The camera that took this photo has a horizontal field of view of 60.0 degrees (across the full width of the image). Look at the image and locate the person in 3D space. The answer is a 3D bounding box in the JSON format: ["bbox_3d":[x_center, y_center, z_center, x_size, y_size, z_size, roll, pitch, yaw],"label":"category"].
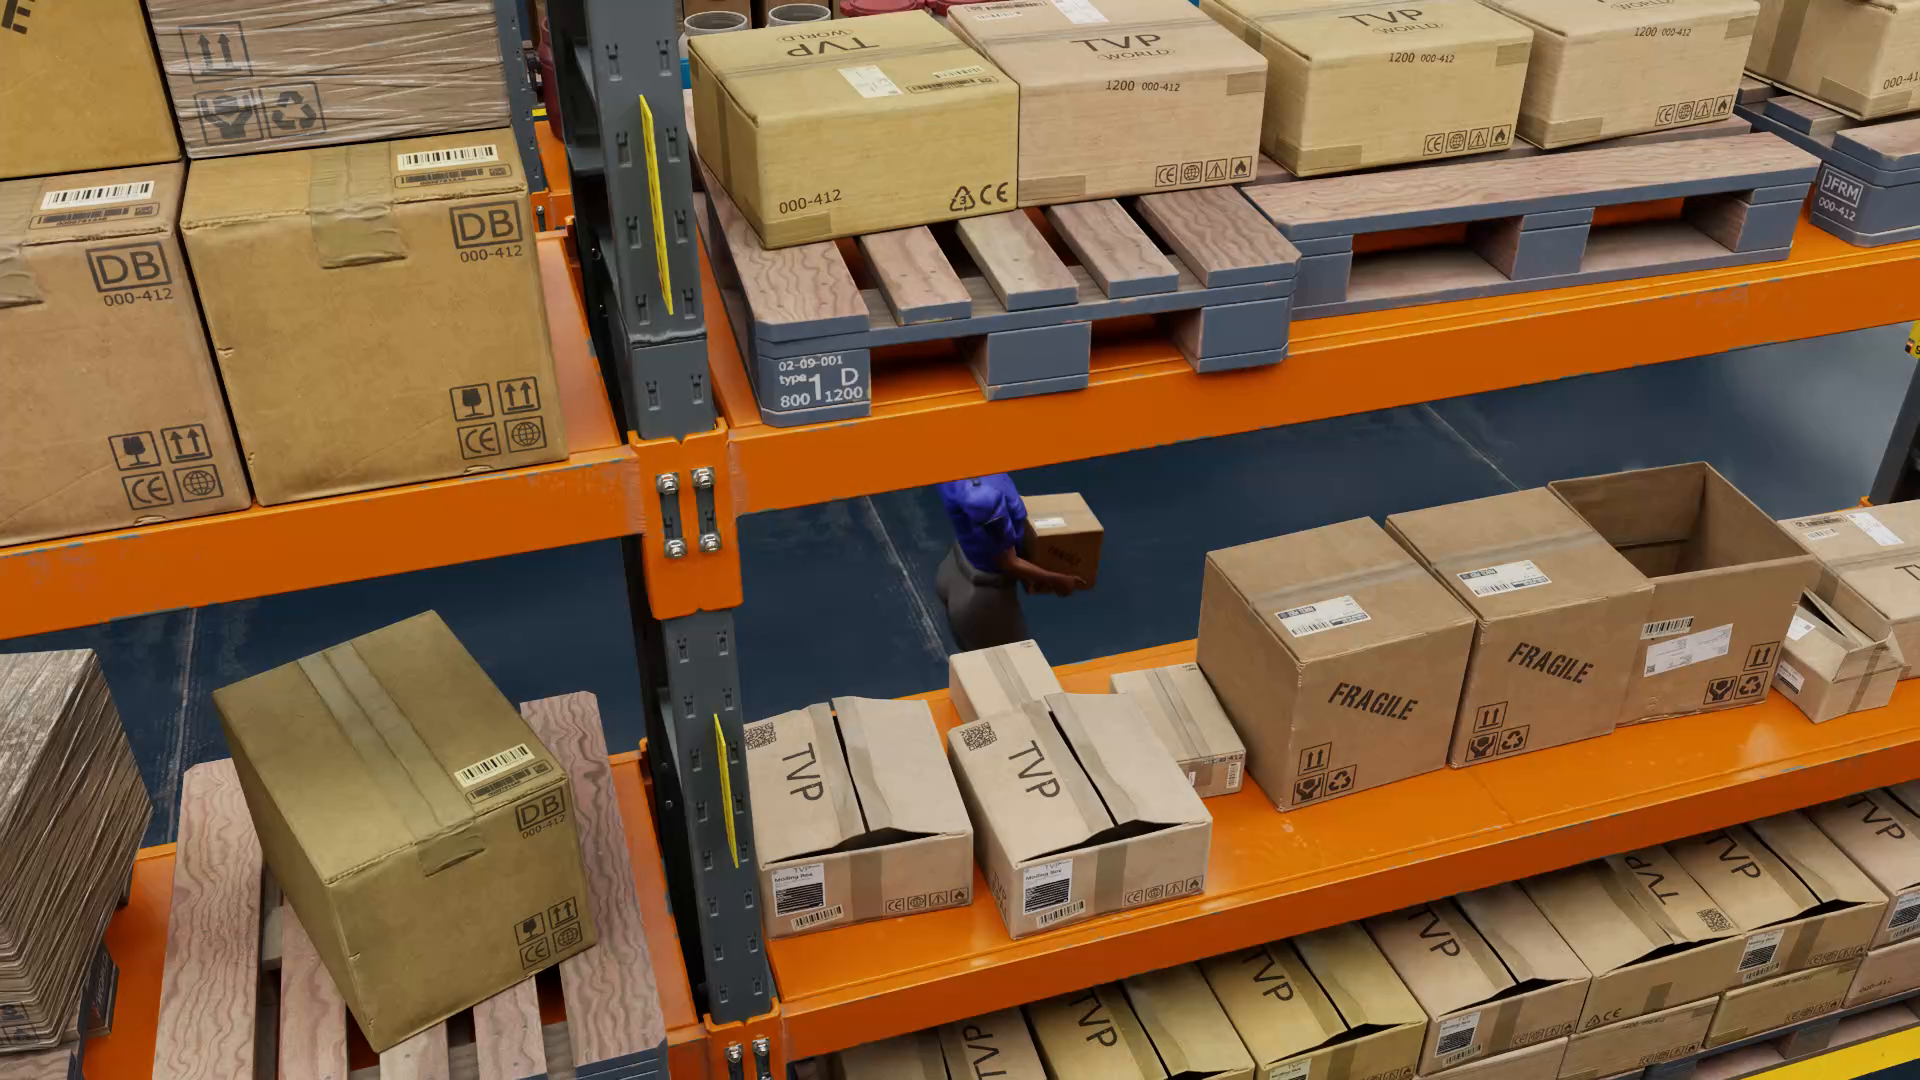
[{"bbox_3d":[0.156,0.179,5.887,0.512,1.649,0.452,-10,35,-14],"label":"person"}]
